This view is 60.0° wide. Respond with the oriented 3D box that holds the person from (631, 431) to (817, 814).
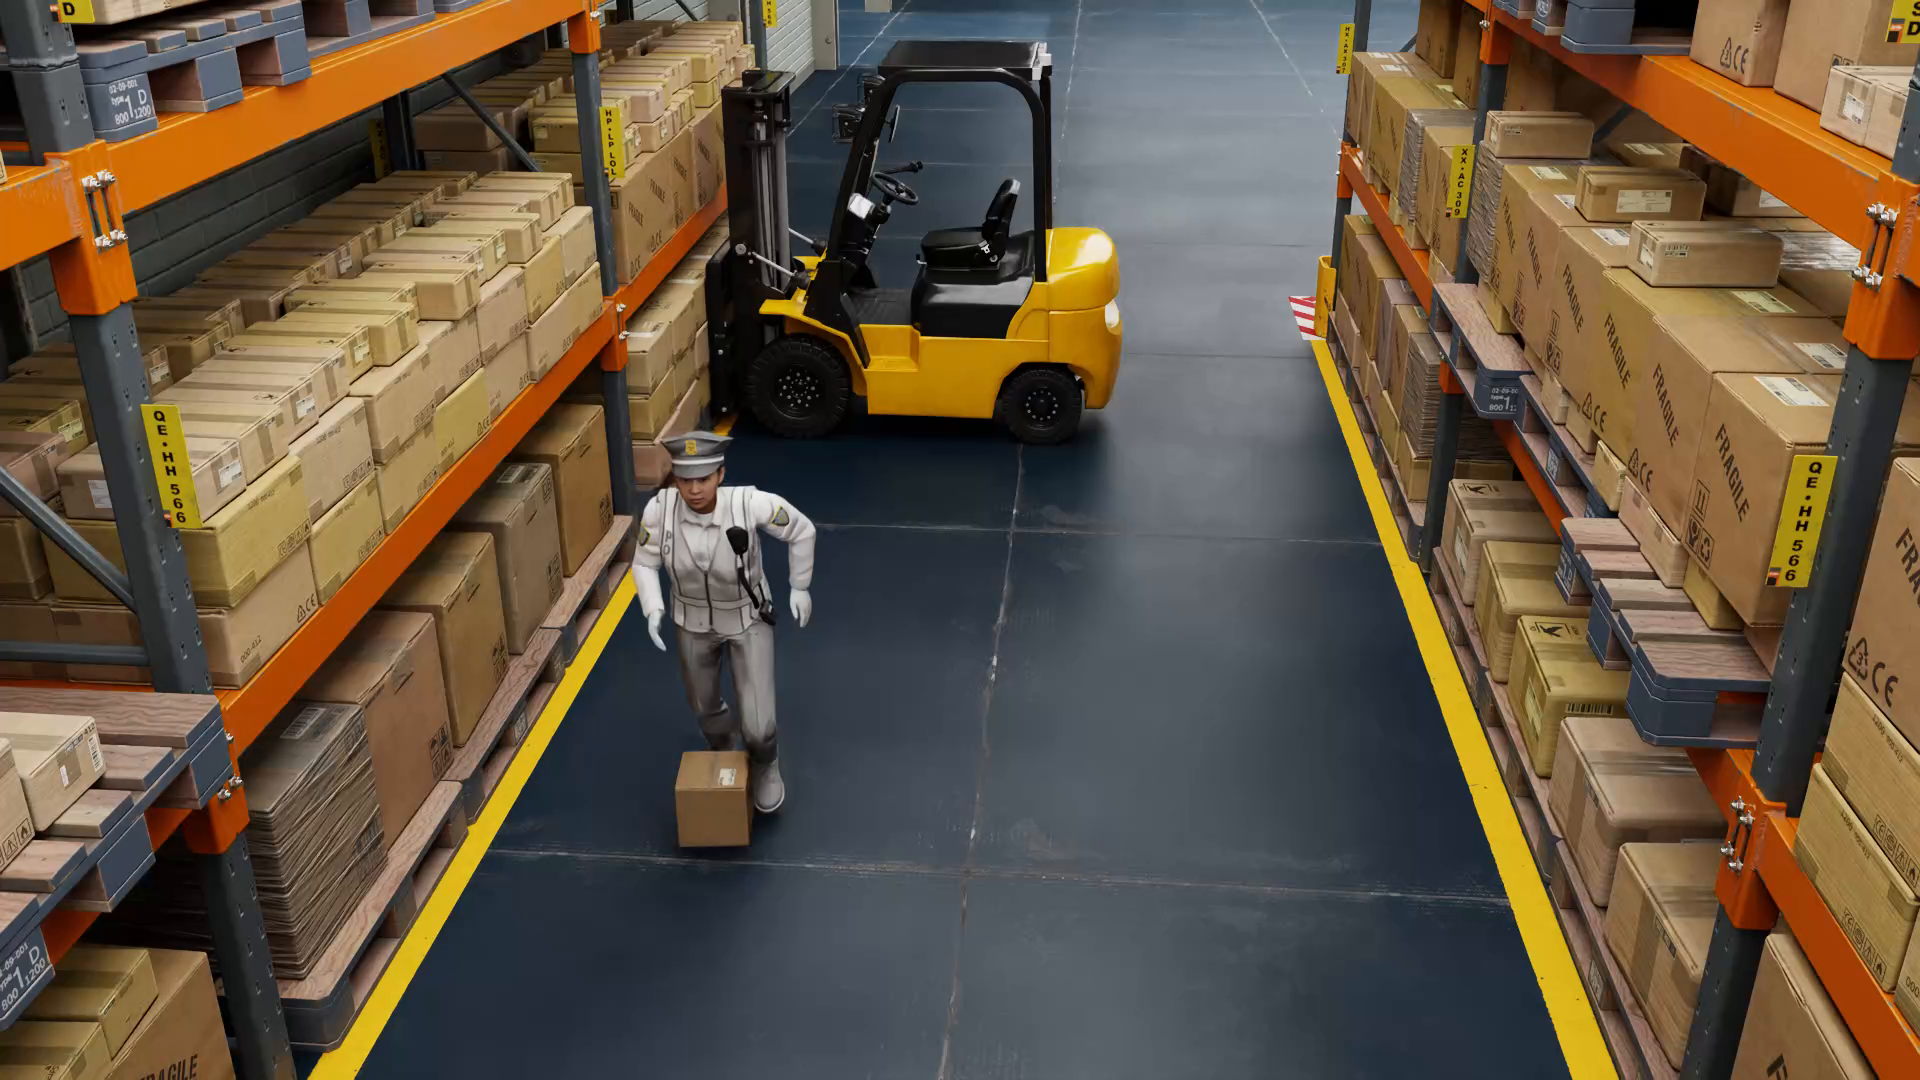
[{"bbox_3d":[-0.847,0.311,5.989,0.628,1.611,0.754,4,25,8],"label":"person"}]
